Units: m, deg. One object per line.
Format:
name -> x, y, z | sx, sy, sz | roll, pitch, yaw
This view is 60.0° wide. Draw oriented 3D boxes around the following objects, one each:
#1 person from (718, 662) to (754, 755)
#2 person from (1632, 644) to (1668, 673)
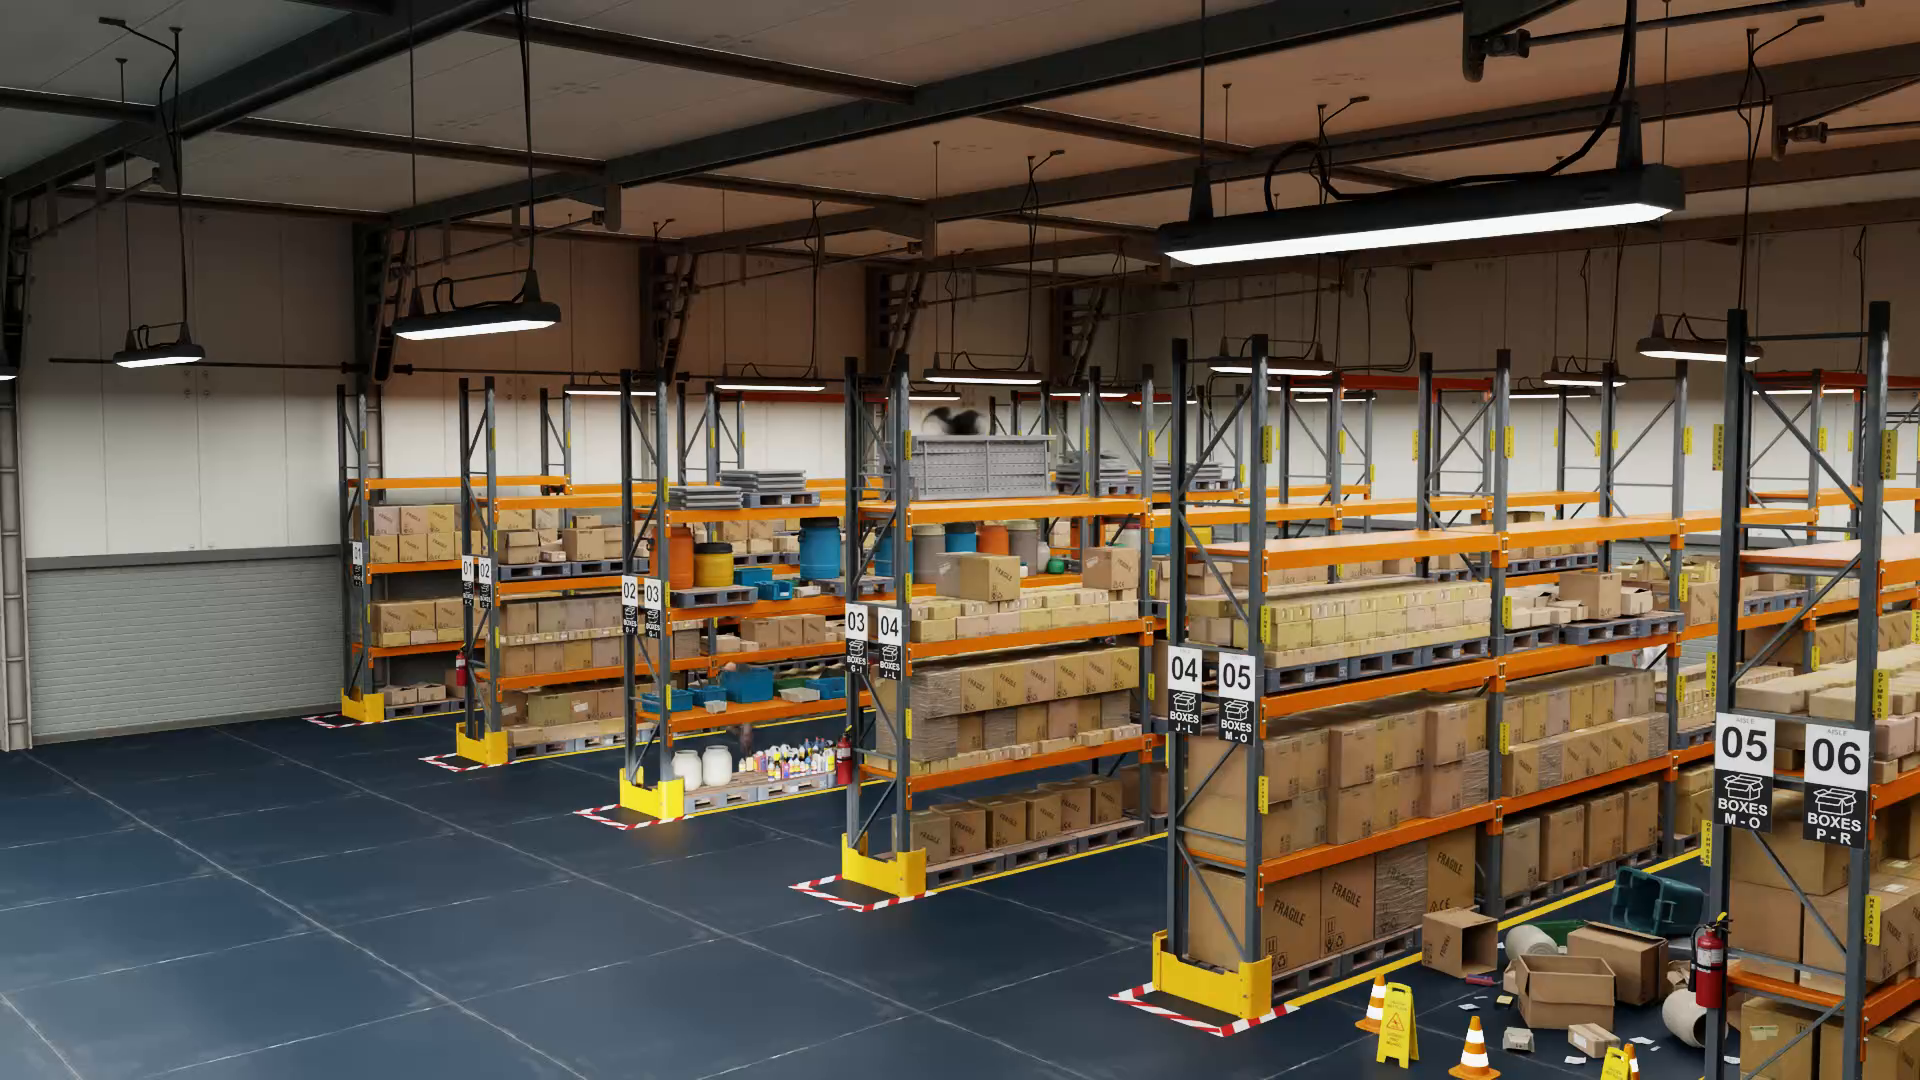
person -> -3.538, 2.668, 26.249 | 0.685, 1.549, 0.865 | 1, 4, 21
person -> 12.203, 2.379, 29.245 | 0.675, 1.724, 0.604 | 1, 4, 13
